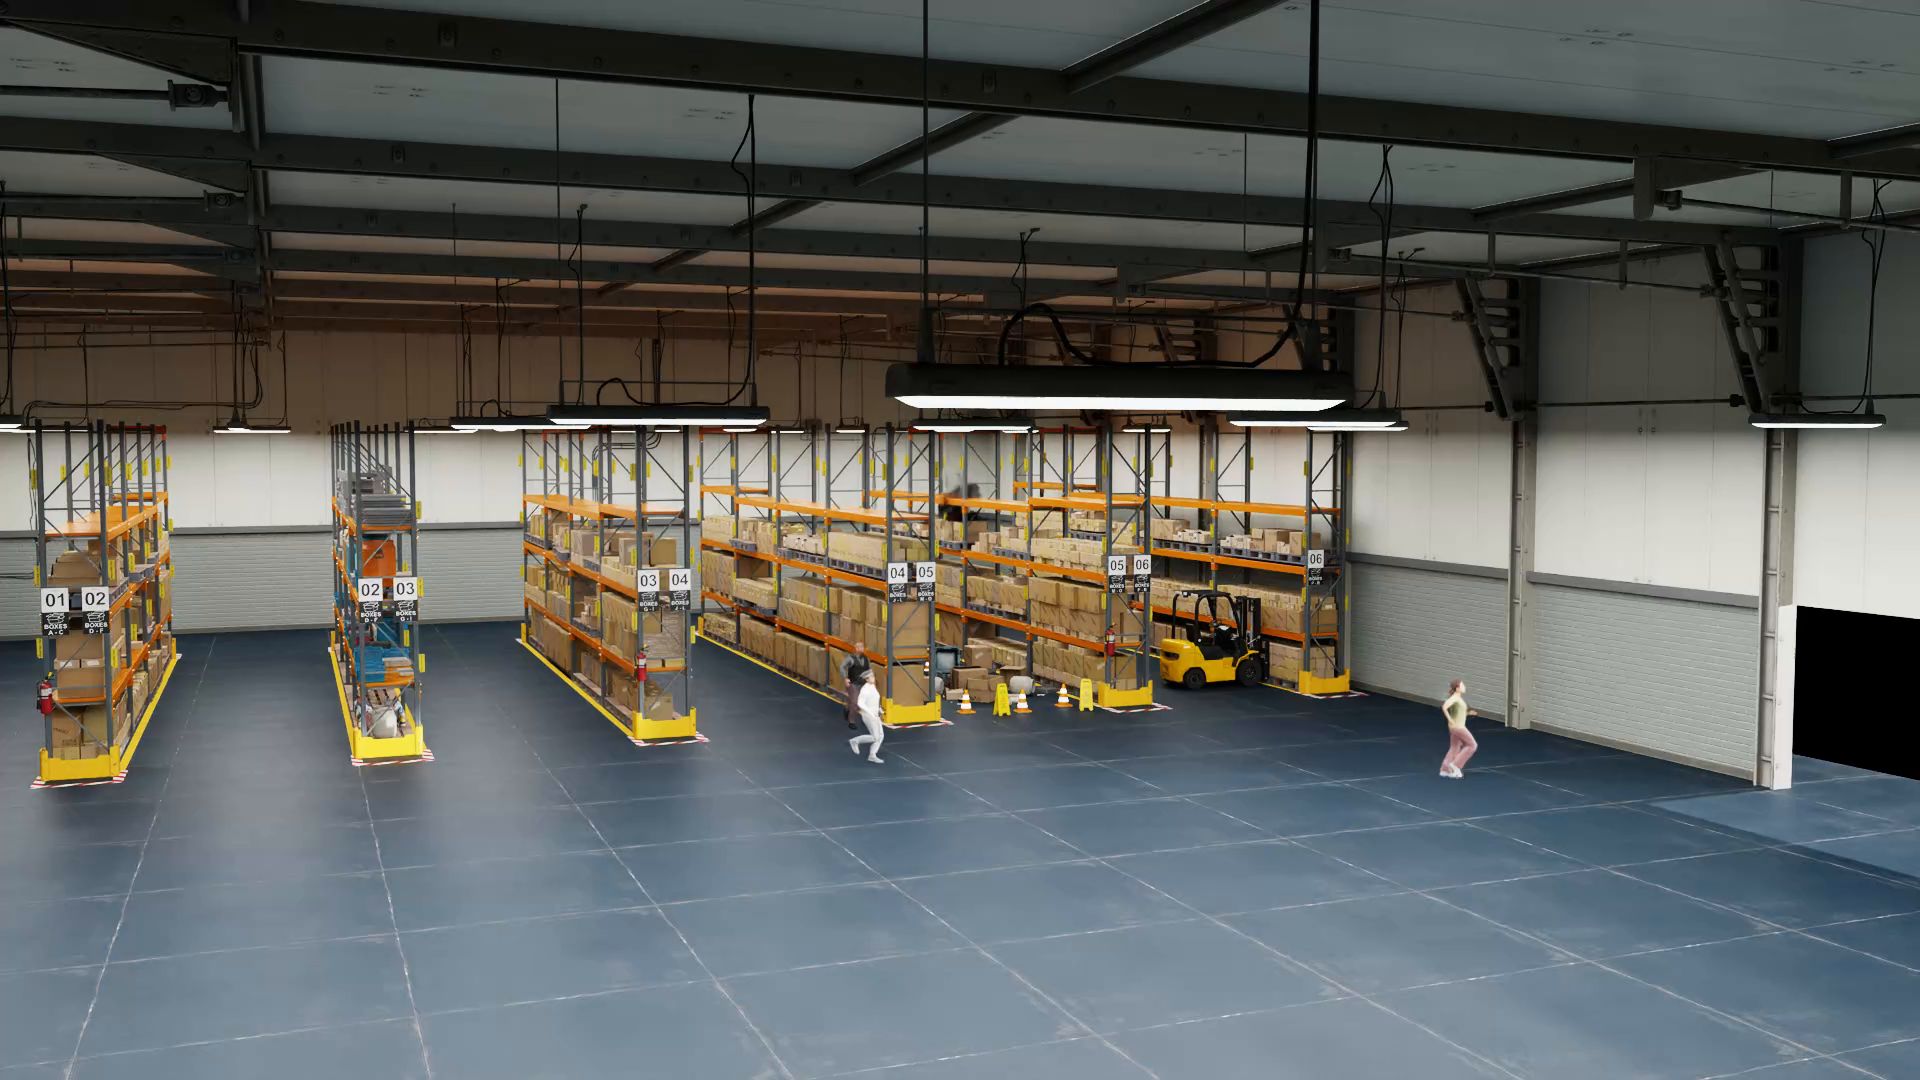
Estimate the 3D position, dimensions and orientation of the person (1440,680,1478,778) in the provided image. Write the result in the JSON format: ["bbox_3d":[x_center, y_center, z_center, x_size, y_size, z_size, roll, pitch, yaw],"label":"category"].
[{"bbox_3d":[8.335,3.145,27.765,0.599,1.639,0.565,1,4,13],"label":"person"}]

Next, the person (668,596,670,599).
[{"bbox_3d":[-7.905,2.133,45.746,0.586,1.528,0.806,-1,4,-12],"label":"person"}]

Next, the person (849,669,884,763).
[{"bbox_3d":[-1.629,3.081,29.232,0.600,1.662,0.625,1,4,14],"label":"person"}]

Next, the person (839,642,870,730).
[{"bbox_3d":[-2.052,2.856,32.776,0.705,1.680,0.667,-3,4,-37],"label":"person"}]
